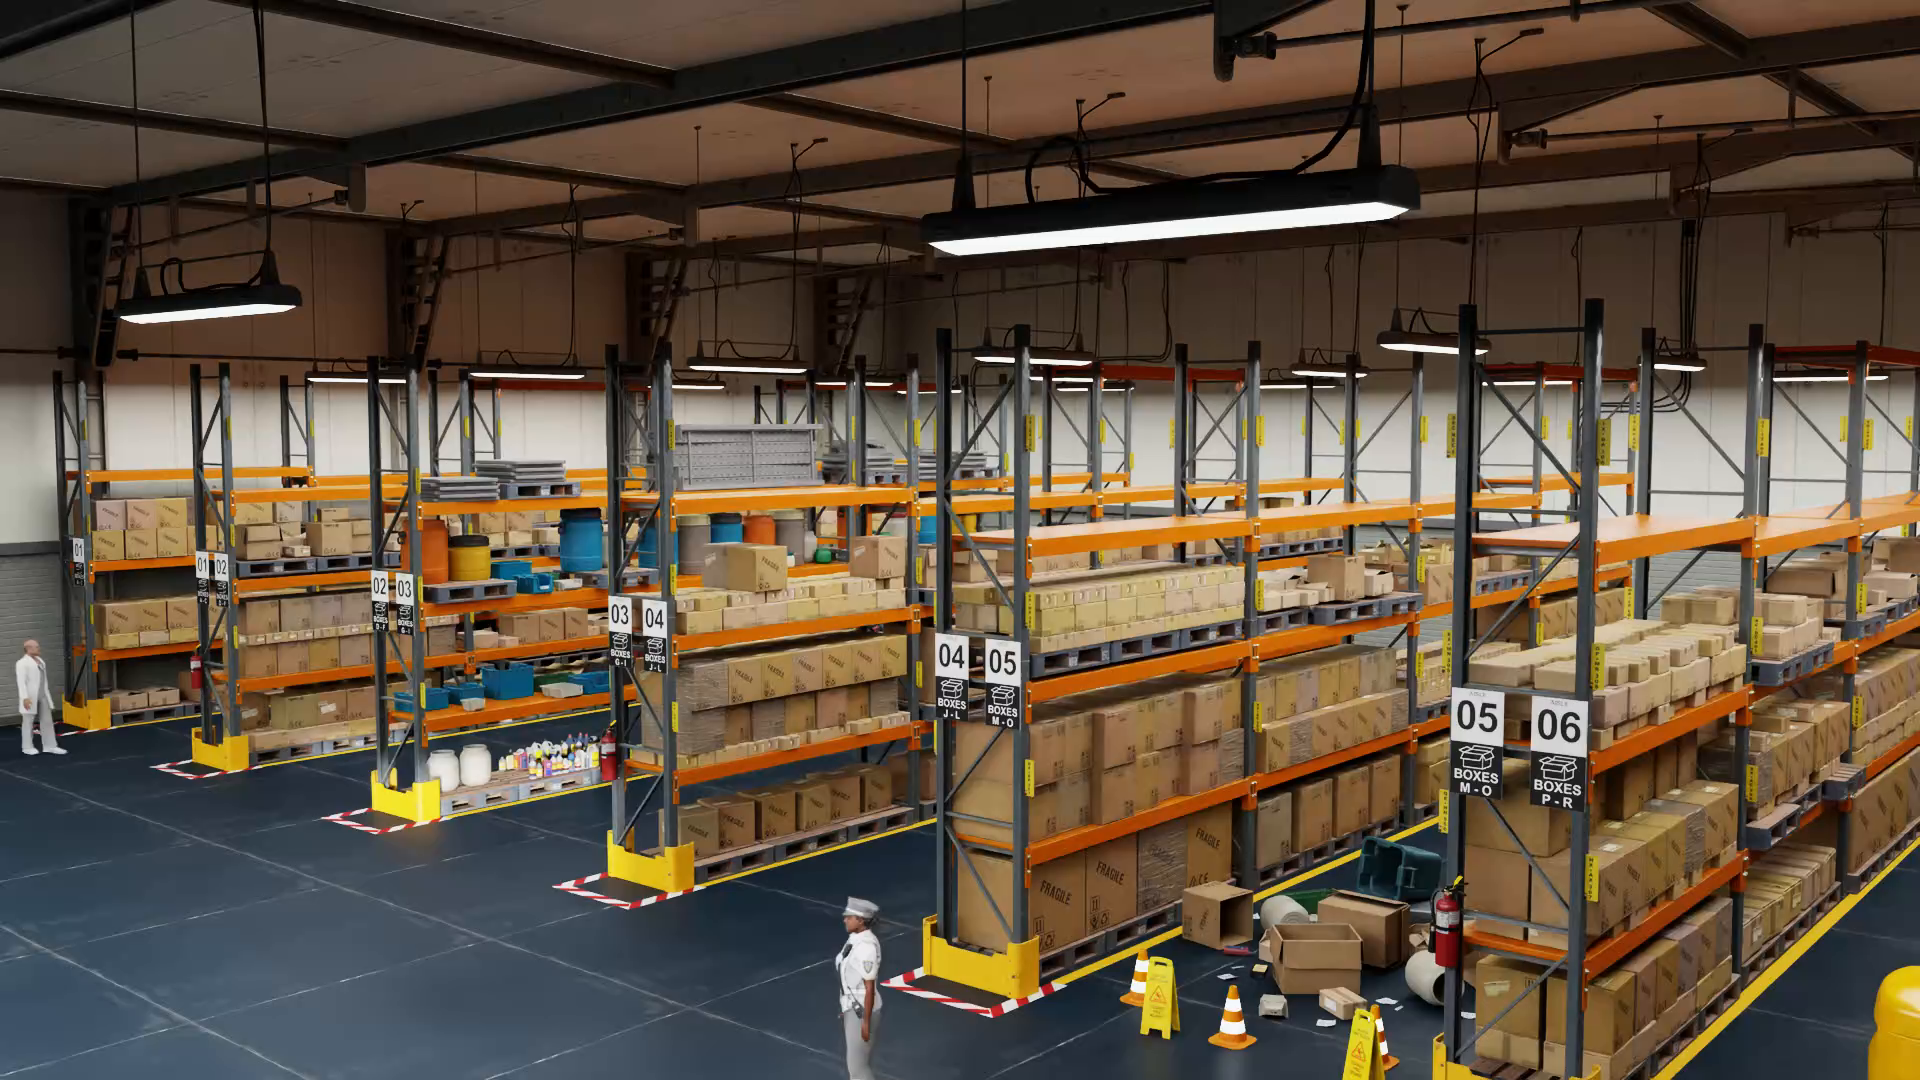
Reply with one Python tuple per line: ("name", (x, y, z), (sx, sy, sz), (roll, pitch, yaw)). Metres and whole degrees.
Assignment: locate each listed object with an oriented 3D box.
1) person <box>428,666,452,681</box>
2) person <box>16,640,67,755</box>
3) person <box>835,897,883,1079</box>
("person", (-9.702, 2.077, 30.873), (0.671, 1.800, 0.396), (-2, 5, -29))
("person", (-14.219, 2.436, 25.629), (0.630, 1.792, 0.617), (2, 4, 23))
("person", (-0.758, 3.452, 12.142), (0.374, 1.705, 0.478), (-1, 4, -9))
